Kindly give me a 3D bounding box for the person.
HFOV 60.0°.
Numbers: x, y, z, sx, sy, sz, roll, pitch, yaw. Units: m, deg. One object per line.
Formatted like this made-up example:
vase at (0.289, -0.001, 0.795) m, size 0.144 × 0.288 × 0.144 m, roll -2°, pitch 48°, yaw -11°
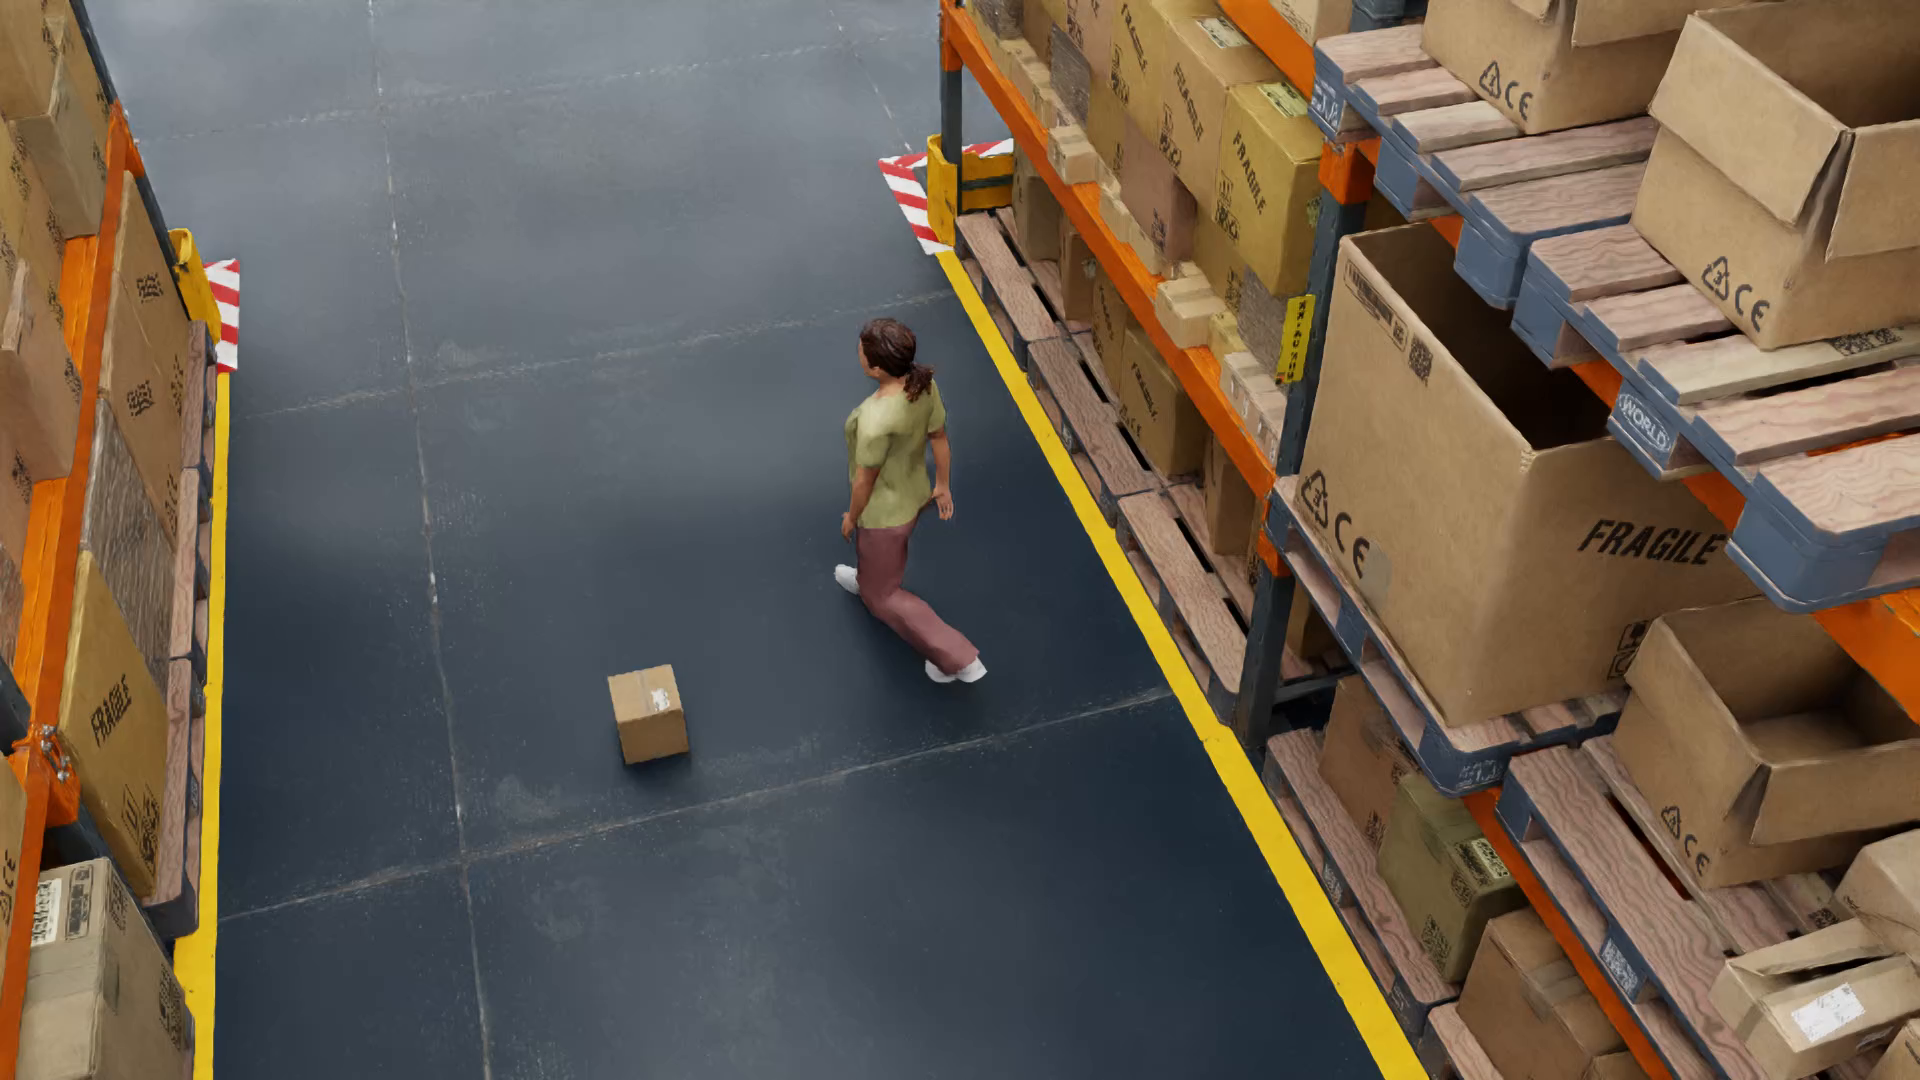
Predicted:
person at (-0.226, -0.162, 6.359) m, size 0.895 × 1.620 × 0.528 m, roll 18°, pitch 45°, yaw 18°
